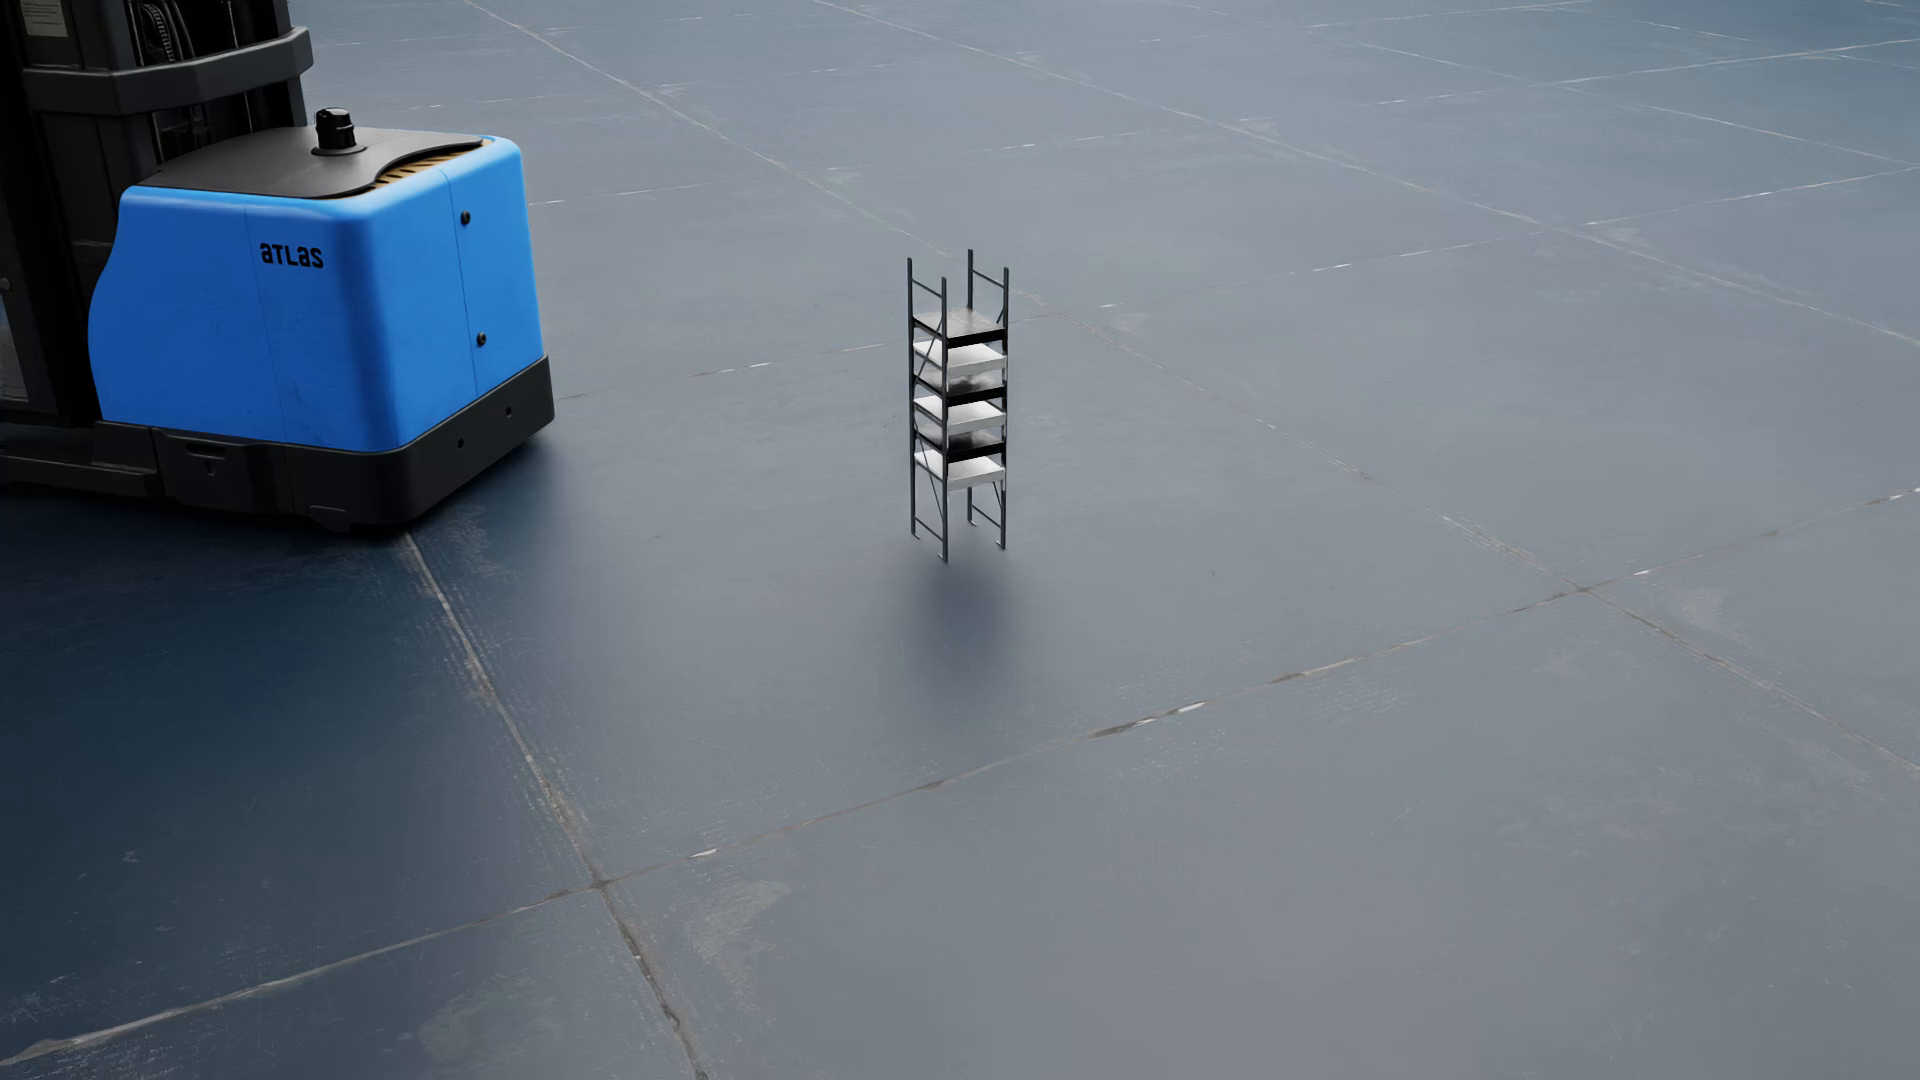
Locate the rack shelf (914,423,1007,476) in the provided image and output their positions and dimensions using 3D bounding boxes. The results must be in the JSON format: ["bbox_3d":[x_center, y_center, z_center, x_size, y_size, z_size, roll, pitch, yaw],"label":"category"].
[{"bbox_3d":[-0.007,-0.293,5.105,0.200,0.077,0.258,-13,29,-25],"label":"rack shelf"}]

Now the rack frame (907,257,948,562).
[{"bbox_3d":[-0.097,-0.383,5.009,0.006,0.900,0.240,-13,29,-25],"label":"rack frame"}]

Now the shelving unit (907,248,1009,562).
[{"bbox_3d":[-0.007,-0.404,5.052,0.210,0.900,0.258,-13,29,-25],"label":"shelving unit"}]

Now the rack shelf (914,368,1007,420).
[{"bbox_3d":[-0.007,-0.455,5.027,0.200,0.077,0.258,-13,29,-25],"label":"rack shelf"}]

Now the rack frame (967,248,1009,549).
[{"bbox_3d":[0.083,-0.425,5.095,0.006,0.900,0.240,-13,29,-25],"label":"rack frame"}]

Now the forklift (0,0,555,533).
[{"bbox_3d":[-3.037,-1.693,5.389,3.031,2.935,1.130,7,27,15],"label":"forklift"}]

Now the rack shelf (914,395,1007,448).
[{"bbox_3d":[-0.007,-0.374,5.066,0.200,0.077,0.258,-13,29,-25],"label":"rack shelf"}]

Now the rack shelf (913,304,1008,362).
[{"bbox_3d":[-0.007,-0.617,4.949,0.200,0.077,0.258,-13,29,-25],"label":"rack shelf"}]

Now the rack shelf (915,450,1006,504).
[{"bbox_3d":[-0.007,-0.212,5.144,0.200,0.077,0.258,-13,29,-25],"label":"rack shelf"}]

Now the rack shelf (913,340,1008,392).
[{"bbox_3d":[-0.007,-0.536,4.988,0.200,0.077,0.258,-13,29,-25],"label":"rack shelf"}]
